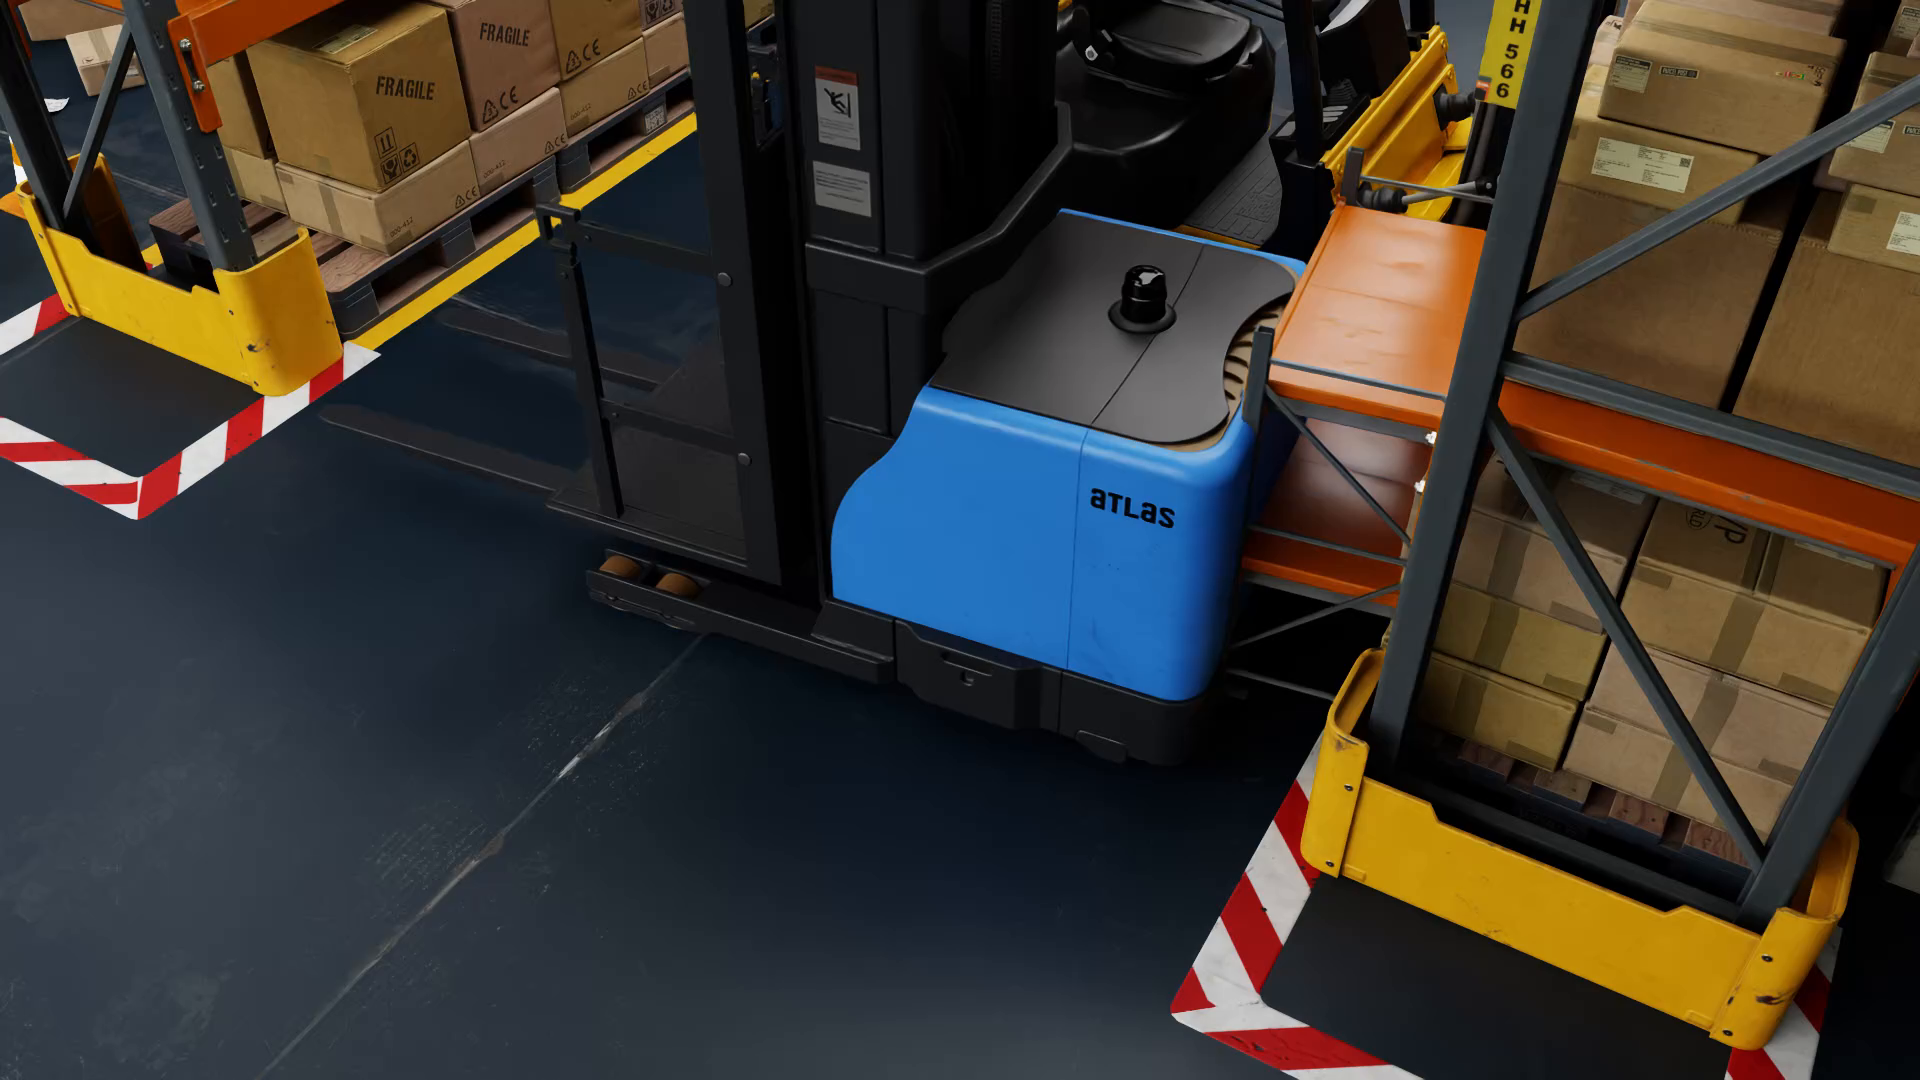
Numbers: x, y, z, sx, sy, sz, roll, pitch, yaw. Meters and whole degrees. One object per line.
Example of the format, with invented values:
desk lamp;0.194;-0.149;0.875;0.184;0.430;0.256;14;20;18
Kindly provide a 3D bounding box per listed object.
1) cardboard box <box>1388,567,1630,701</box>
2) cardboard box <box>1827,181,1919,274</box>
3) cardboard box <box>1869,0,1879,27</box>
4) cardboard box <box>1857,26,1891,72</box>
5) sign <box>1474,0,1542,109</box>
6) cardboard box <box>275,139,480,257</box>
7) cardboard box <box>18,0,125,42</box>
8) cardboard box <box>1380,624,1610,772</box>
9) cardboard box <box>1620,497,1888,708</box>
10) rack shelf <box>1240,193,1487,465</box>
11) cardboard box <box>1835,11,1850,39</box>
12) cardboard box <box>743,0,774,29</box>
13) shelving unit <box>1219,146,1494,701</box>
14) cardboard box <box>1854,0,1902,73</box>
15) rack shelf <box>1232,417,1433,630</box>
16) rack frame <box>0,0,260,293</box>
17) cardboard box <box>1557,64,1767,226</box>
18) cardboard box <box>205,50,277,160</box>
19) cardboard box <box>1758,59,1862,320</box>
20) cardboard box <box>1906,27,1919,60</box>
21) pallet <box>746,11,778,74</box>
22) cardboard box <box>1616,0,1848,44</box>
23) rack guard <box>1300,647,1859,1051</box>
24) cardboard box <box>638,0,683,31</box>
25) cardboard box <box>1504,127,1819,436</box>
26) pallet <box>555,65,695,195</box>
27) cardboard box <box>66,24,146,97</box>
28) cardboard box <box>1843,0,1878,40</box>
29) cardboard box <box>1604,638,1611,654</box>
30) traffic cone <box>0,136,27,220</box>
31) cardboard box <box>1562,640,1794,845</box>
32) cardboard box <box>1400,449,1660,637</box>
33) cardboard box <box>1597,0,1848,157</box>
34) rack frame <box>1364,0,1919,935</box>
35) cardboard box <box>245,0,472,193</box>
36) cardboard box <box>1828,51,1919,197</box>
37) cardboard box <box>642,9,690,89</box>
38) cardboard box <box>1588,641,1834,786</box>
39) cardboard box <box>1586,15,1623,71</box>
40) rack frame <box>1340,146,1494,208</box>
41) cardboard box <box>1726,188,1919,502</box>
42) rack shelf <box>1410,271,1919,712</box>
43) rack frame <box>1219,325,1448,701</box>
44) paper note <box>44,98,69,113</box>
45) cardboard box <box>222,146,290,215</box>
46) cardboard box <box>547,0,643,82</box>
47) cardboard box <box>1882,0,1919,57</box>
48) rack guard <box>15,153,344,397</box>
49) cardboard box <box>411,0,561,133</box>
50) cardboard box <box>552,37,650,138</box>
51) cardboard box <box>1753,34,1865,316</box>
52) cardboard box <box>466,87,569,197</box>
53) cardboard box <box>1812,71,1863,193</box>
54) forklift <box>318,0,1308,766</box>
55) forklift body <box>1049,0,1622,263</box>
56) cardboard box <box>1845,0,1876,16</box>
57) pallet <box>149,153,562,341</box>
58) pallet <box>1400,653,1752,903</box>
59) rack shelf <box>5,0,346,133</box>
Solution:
cardboard box;1.439;0.085;4.268;0.500;0.250;0.500;20;45;22
cardboard box;1.860;-0.609;3.105;0.380;0.149;0.250;20;45;21
cardboard box;2.521;-1.785;4.931;0.500;0.500;0.500;20;45;22
cardboard box;2.061;-0.914;3.452;0.380;0.149;0.250;20;45;21
sign;1.003;-0.930;2.982;0.100;0.325;0.005;21;45;22
cardboard box;-2.190;-1.355;6.282;0.500;0.250;0.500;21;45;22
cardboard box;-4.146;-2.765;8.008;0.797;0.503;0.637;-7;42;-7
cardboard box;1.428;0.281;4.424;0.500;0.250;0.500;21;46;22
cardboard box;1.870;0.067;3.910;0.500;0.250;0.500;20;45;21
rack shelf;1.099;-0.507;4.270;0.538;0.278;1.000;15;41;17
cardboard box;1.816;-1.214;3.792;0.380;0.149;0.250;21;45;22
cardboard box;-1.153;-2.538;7.625;0.500;0.250;0.500;20;45;21
shelving unit;1.097;-0.278;4.452;0.538;1.125;1.048;15;41;17
cardboard box;2.444;-1.043;4.090;0.500;0.500;0.500;20;45;22
rack shelf;1.095;-0.087;4.605;0.538;0.278;1.000;15;41;17
rack frame;-2.833;-1.859;5.091;1.000;3.000;0.127;21;45;22
cardboard box;1.397;-0.792;3.313;0.380;0.149;0.250;22;46;23
cardboard box;-2.658;-1.811;6.232;0.500;0.500;0.500;21;46;22
cardboard box;2.196;-0.754;3.761;0.500;0.500;0.500;22;46;23
cardboard box;2.006;-0.865;3.171;0.380;0.149;0.250;22;46;23
pallet;-1.137;-2.705;8.162;1.003;0.211;1.213;21;45;22
cardboard box;1.559;-1.038;3.368;0.380;0.149;0.250;21;46;22
rack guard;1.454;0.732;4.040;1.175;0.500;0.348;21;45;22
cardboard box;-1.403;-2.544;7.064;0.500;0.500;0.500;23;46;24
cardboard box;1.485;-0.626;3.615;0.500;0.500;0.500;20;45;21
pallet;-1.747;-2.005;7.367;1.003;0.211;1.213;21;45;22
cardboard box;-3.927;-2.207;7.643;0.250;0.149;0.380;-21;45;-22
cardboard box;2.009;-1.213;4.282;0.500;0.500;0.500;20;45;21
cardboard box;1.685;0.000;4.743;0.500;0.250;0.500;21;45;22
traffic cone;-3.735;-1.580;6.694;0.336;0.463;0.334;21;45;22
cardboard box;1.881;0.438;4.245;0.500;0.250;0.500;21;46;22
cardboard box;1.426;-0.087;4.086;0.500;0.250;0.500;22;46;23
cardboard box;1.463;-0.887;3.196;0.380;0.149;0.250;21;46;22
rack frame;1.466;-0.220;3.230;1.000;3.000;0.127;21;45;22
cardboard box;-2.179;-1.650;6.049;0.500;0.500;0.500;19;45;21
cardboard box;1.819;-0.734;3.022;0.380;0.149;0.250;20;45;21
cardboard box;-1.411;-2.249;7.297;0.500;0.250;0.500;22;46;23
cardboard box;1.881;0.267;4.062;0.500;0.250;0.500;22;46;23
cardboard box;1.499;-0.948;3.490;0.380;0.149;0.250;22;46;23
rack frame;1.289;-0.570;4.821;0.500;1.125;0.032;15;41;17
cardboard box;1.954;-0.449;3.414;0.500;0.500;0.500;22;46;23
rack shelf;2.467;-1.094;4.767;1.077;0.370;4.000;21;45;22
rack frame;0.905;0.014;4.083;0.500;1.125;0.032;15;41;17
paper note;-4.084;-1.944;7.434;0.148;0.019;0.142;7;42;8
cardboard box;-2.650;-1.550;6.503;0.500;0.250;0.500;21;45;22
cardboard box;-1.663;-2.235;6.714;0.500;0.500;0.500;22;46;23
cardboard box;2.099;-1.028;3.356;0.380;0.149;0.250;22;46;23
rack guard;-2.795;-0.964;5.967;1.175;0.500;0.348;21;45;22
cardboard box;-1.921;-1.951;6.391;0.500;0.500;0.500;19;45;21
cardboard box;-1.666;-1.961;6.970;0.500;0.250;0.500;24;47;25
cardboard box;1.753;-0.919;3.949;0.500;0.500;0.500;22;46;23
cardboard box;-1.928;-1.644;6.610;0.500;0.250;0.500;23;46;24
cardboard box;1.929;-0.771;3.290;0.380;0.149;0.250;21;45;22
forklift;-0.559;-1.137;4.323;3.031;2.935;1.130;16;44;18
forklift body;0.835;-1.589;5.427;2.313;2.155;1.214;21;45;22
cardboard box;1.856;-1.315;3.682;0.380;0.149;0.250;21;46;22
pallet;-2.358;-1.309;6.577;1.003;0.211;1.213;21;45;22
pallet;1.812;0.375;4.664;1.003;0.211;1.213;21;45;22
rack shelf;-1.833;-2.733;6.629;1.077;0.370;4.000;21;45;22
